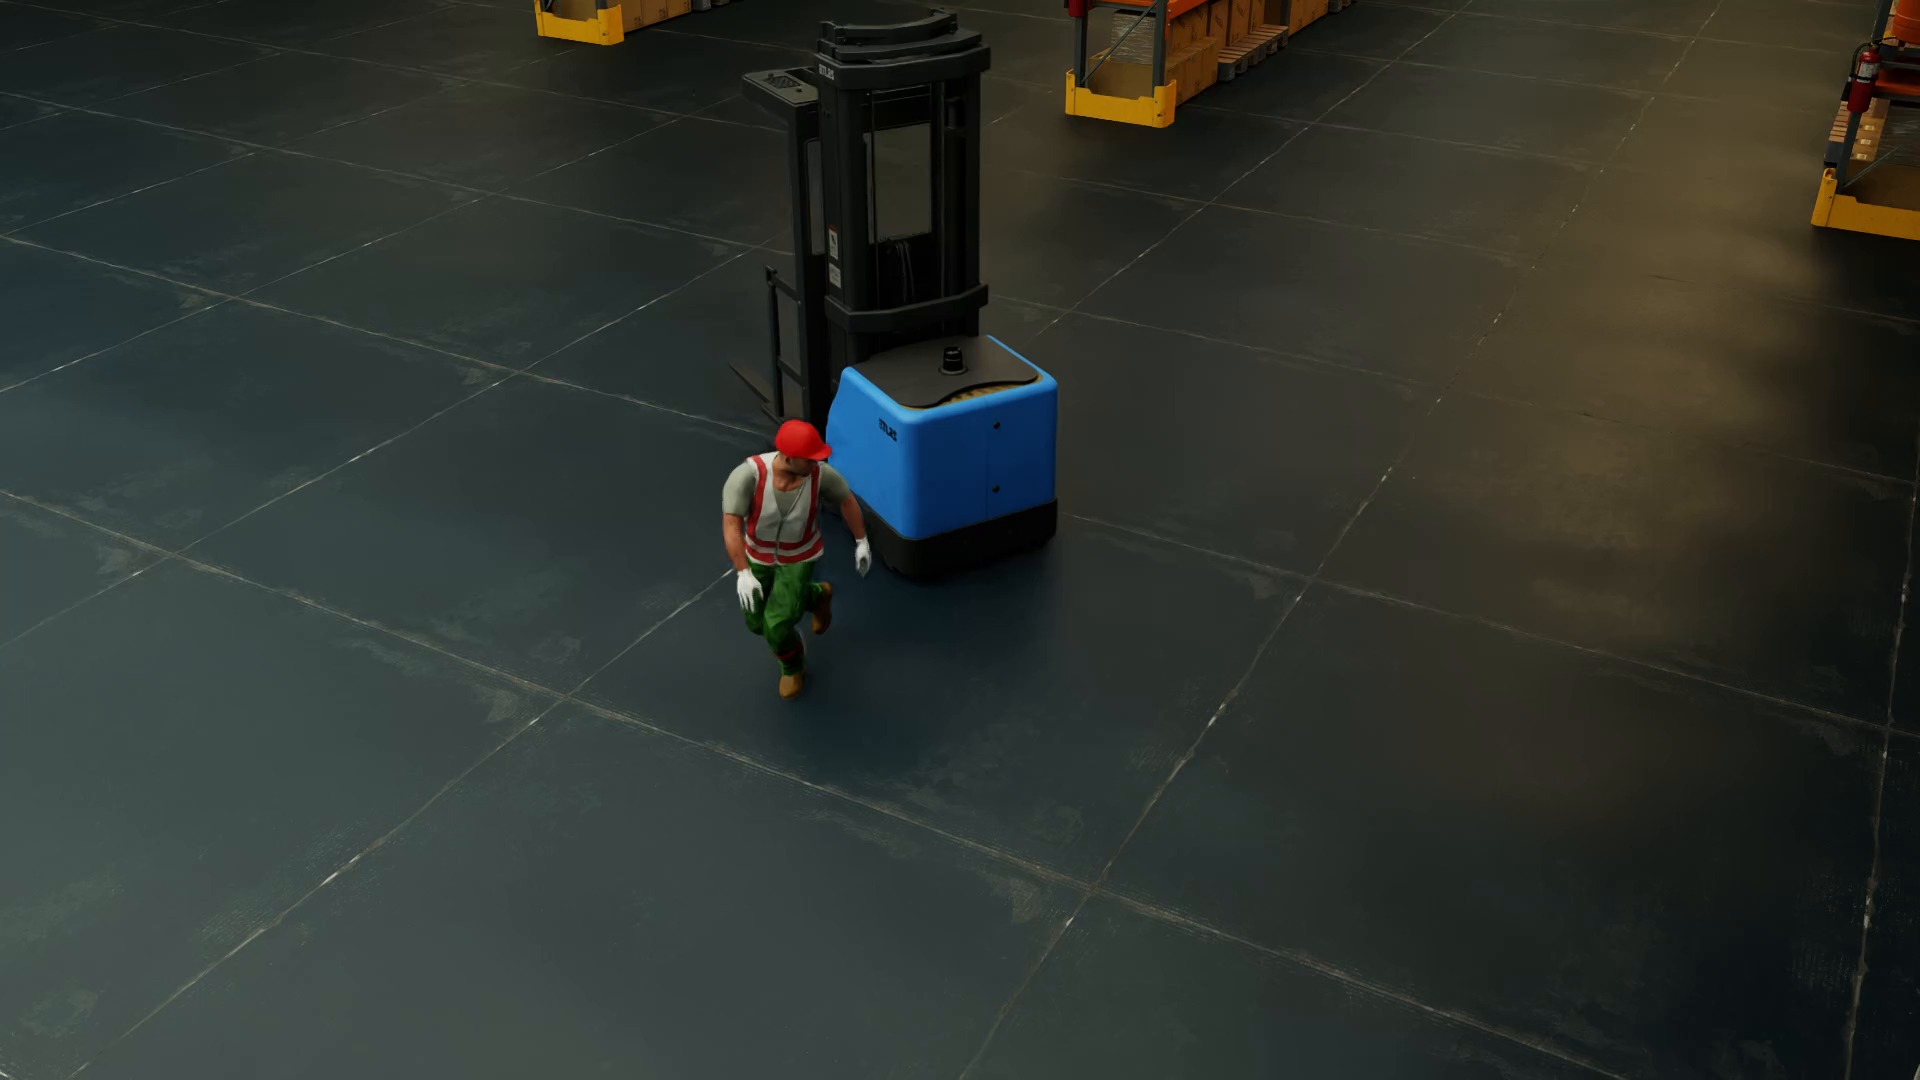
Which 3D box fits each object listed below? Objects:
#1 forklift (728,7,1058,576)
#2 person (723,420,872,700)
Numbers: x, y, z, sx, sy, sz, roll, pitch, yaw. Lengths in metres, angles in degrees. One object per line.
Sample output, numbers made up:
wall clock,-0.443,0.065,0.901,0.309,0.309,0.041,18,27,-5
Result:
forklift,-0.595,-1.767,10.133,1.130,2.935,3.031,-16,34,-26
person,-0.807,0.038,8.424,0.662,1.553,0.843,6,31,10
